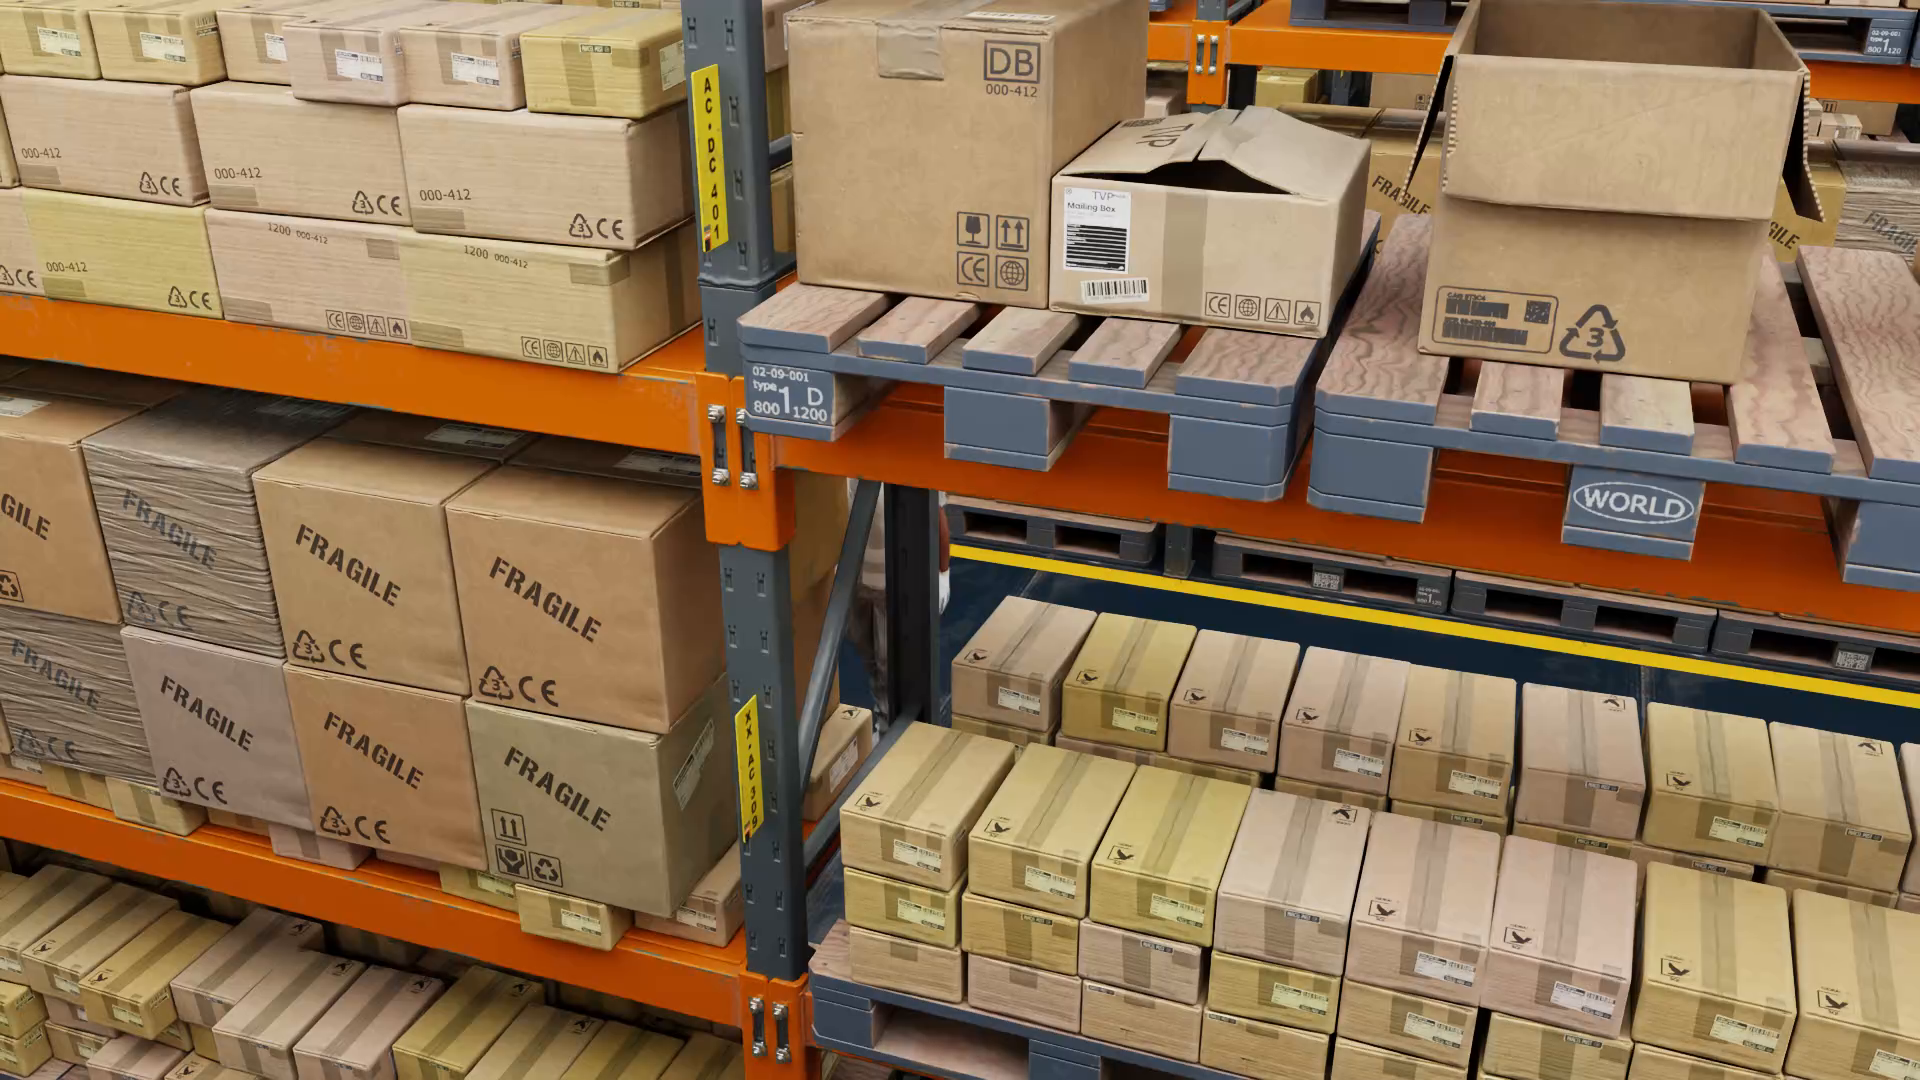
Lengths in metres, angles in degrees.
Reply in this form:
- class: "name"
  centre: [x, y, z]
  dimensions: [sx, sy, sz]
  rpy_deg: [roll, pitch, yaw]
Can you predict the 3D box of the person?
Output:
- class: "person"
  centre: [-0.365, 0.183, 6.691]
  dimensions: [0.586, 1.801, 0.640]
  rpy_deg: [11, 27, 21]
